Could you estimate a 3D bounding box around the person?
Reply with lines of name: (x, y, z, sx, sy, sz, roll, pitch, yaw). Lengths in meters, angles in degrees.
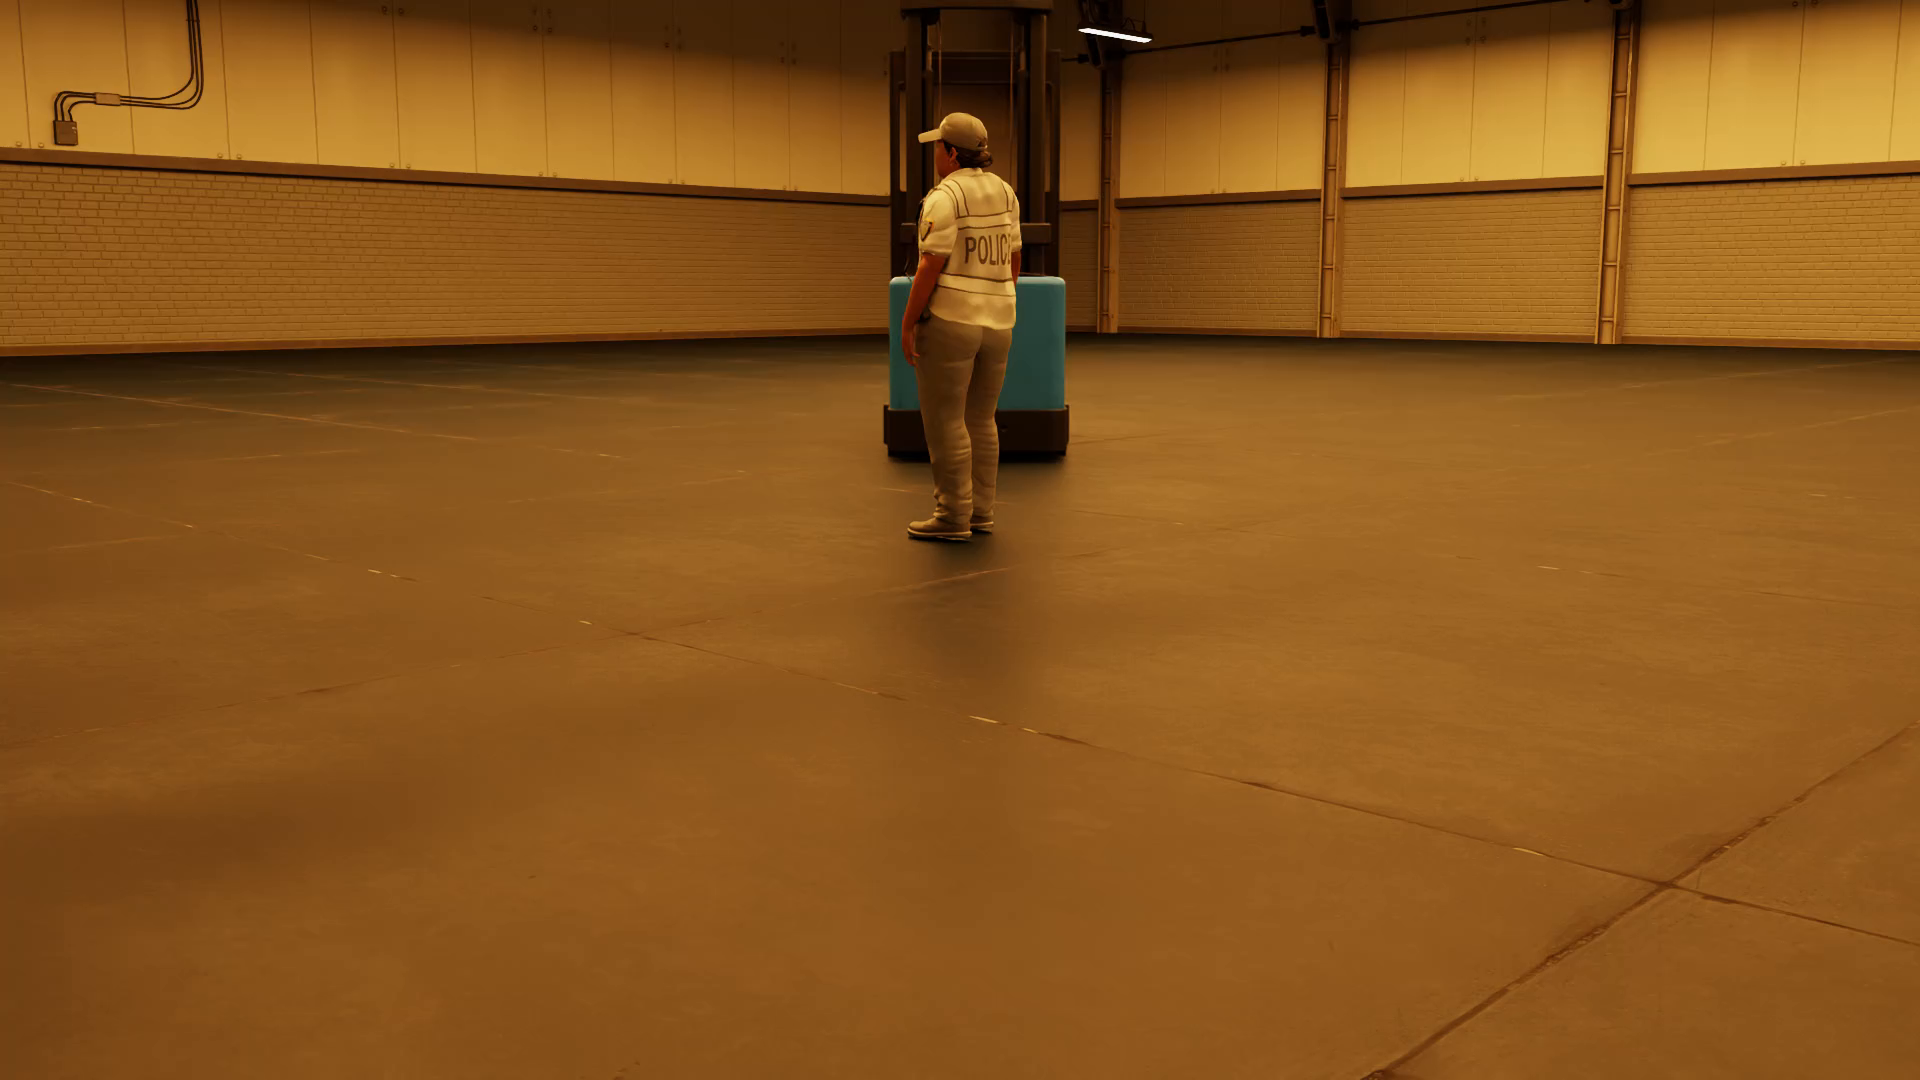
person: (-0.039, -0.842, 6.661, 0.529, 1.670, 0.598, 8, 12, 43)

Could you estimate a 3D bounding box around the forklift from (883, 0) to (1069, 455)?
forklift: (0.094, -2.116, 10.928, 1.130, 2.935, 3.031, 0, 9, 0)
